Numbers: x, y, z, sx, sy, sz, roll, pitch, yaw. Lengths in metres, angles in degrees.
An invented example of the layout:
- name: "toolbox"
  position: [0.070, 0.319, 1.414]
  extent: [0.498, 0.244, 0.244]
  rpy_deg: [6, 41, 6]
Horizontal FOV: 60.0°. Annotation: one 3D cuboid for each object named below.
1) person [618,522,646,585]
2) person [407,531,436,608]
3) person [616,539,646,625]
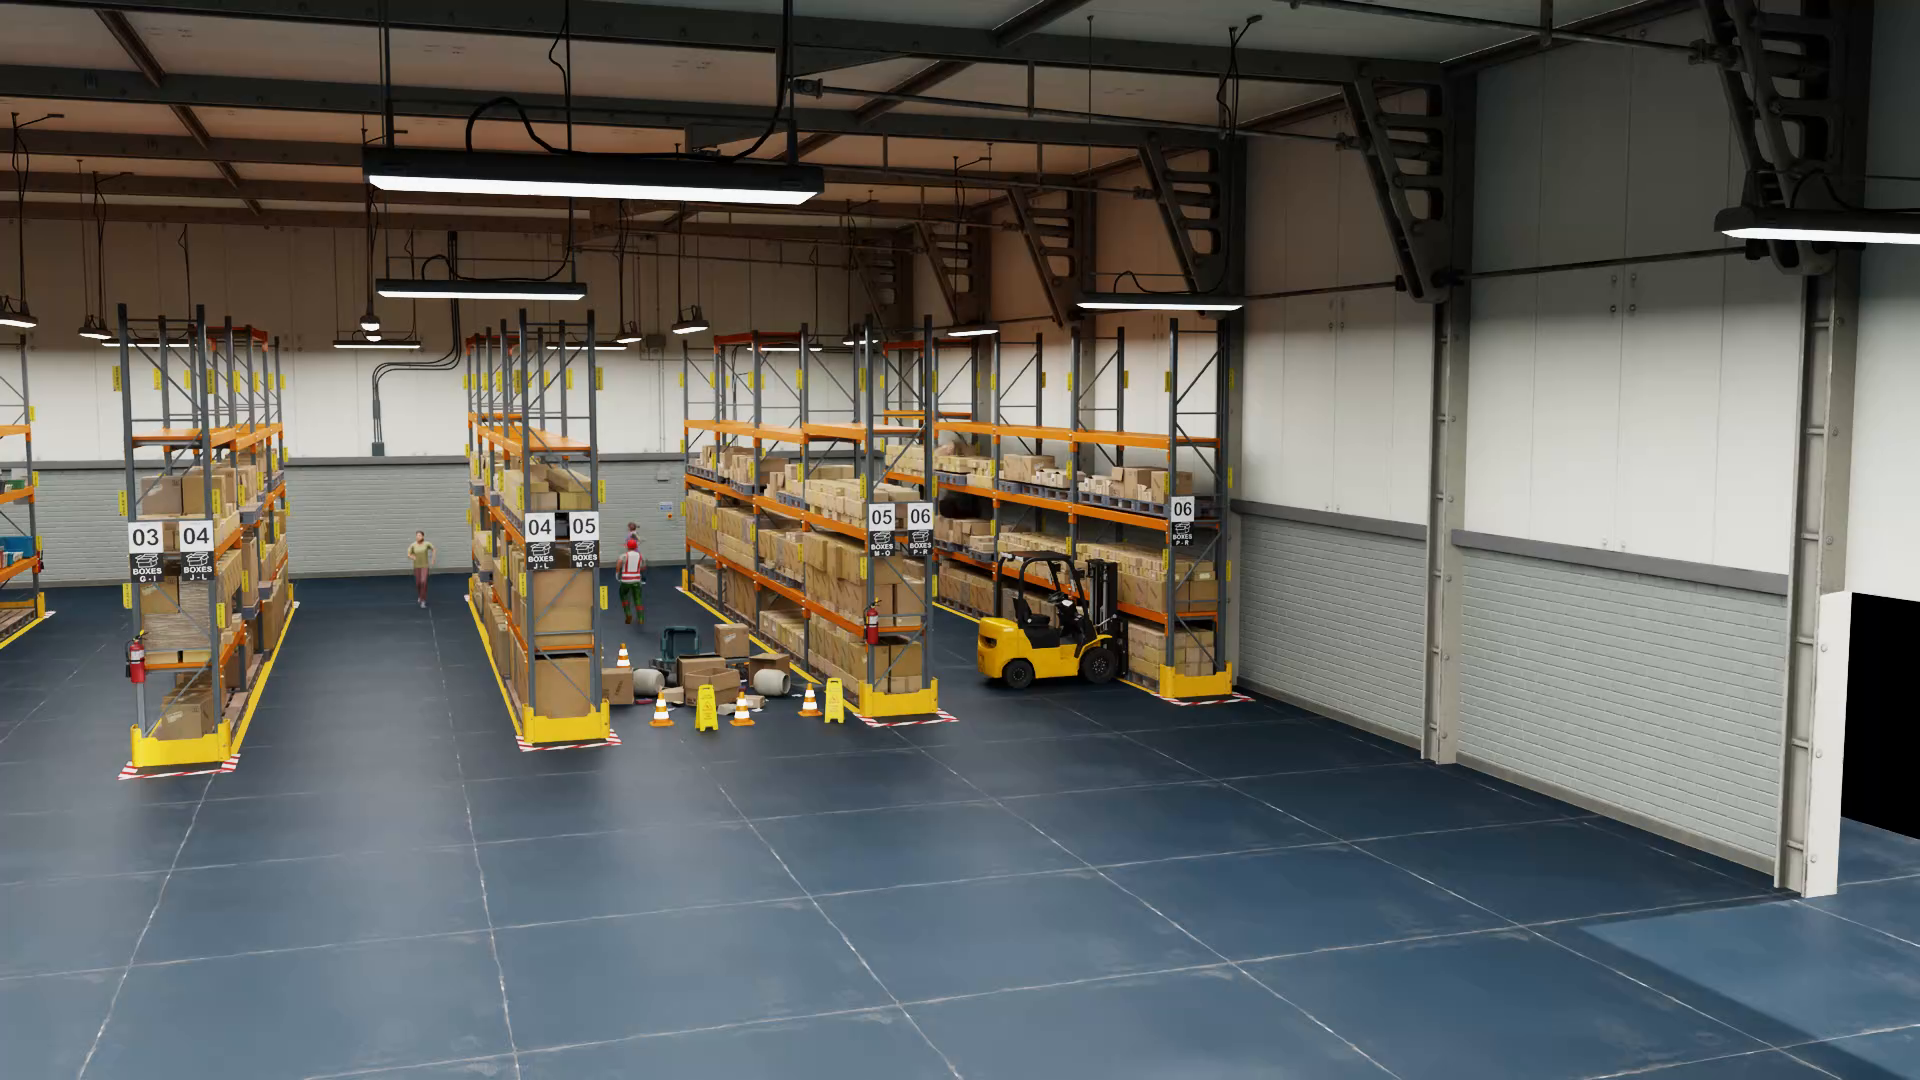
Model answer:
- name: "person"
  position: [-8.026, 0.356, 40.658]
  extent: [0.660, 1.594, 0.509]
  rpy_deg: [-1, 6, -14]
- name: "person"
  position: [-12.055, 0.641, 37.210]
  extent: [0.594, 1.714, 0.827]
  rpy_deg: [-1, 5, -7]
- name: "person"
  position: [-6.756, 0.875, 34.103]
  extent: [0.673, 1.783, 0.884]
  rpy_deg: [-2, 6, -24]
